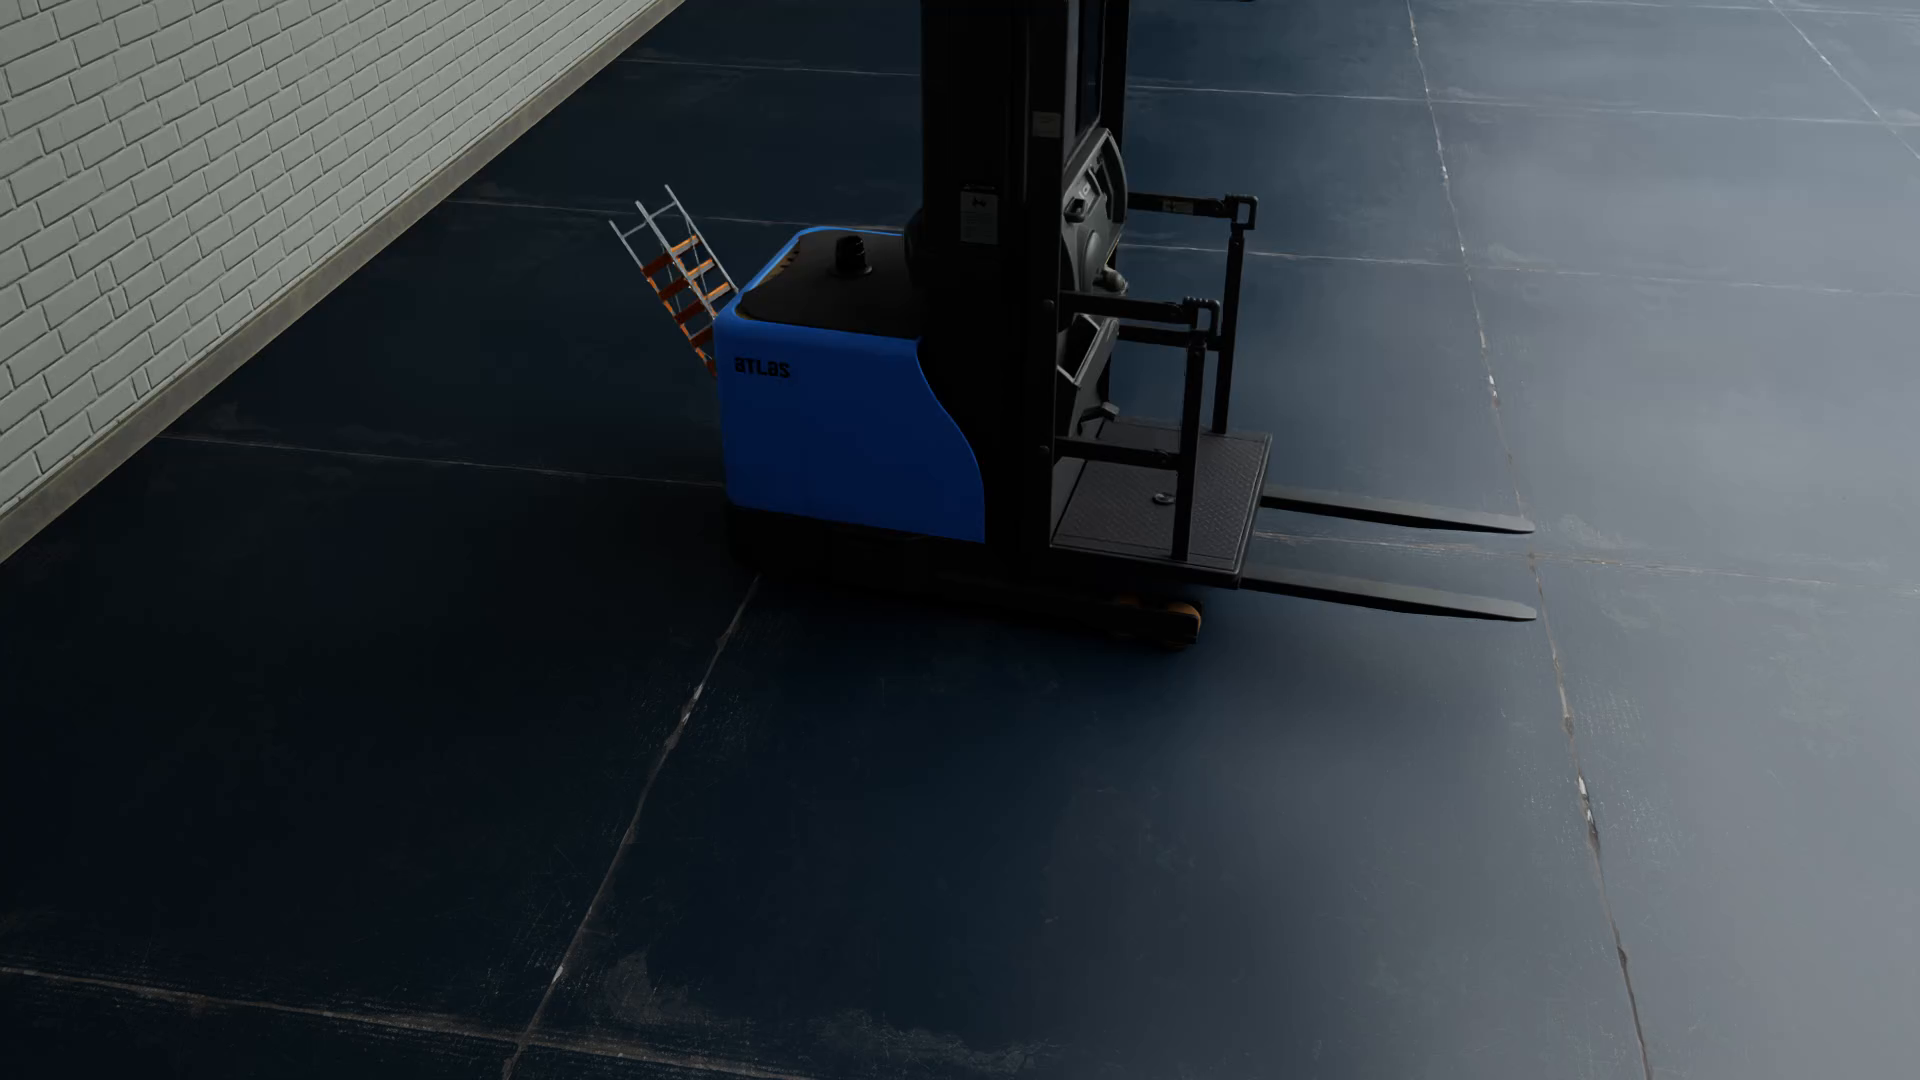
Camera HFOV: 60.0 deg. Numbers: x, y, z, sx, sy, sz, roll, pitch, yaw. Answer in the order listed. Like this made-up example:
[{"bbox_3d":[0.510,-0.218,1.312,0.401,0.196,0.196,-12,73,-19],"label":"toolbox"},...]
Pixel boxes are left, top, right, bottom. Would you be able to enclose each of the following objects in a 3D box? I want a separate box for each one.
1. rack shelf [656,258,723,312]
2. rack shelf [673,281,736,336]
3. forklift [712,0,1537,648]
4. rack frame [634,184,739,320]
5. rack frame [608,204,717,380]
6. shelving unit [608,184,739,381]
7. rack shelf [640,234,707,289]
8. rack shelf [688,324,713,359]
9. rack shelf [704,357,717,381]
[{"bbox_3d":[-1.158,-1.109,7.182,0.180,0.103,0.258,-24,15,37],"label":"rack shelf"},{"bbox_3d":[-1.093,-1.011,7.207,0.180,0.103,0.258,-24,15,37],"label":"rack shelf"},{"bbox_3d":[0.663,-1.161,5.816,3.031,2.935,1.130,8,33,13],"label":"forklift"},{"bbox_3d":[-0.986,-0.979,7.167,0.006,1.200,0.240,-24,15,37],"label":"rack frame"},{"bbox_3d":[-1.119,-0.919,7.279,0.006,1.200,0.240,-24,15,37],"label":"rack frame"},{"bbox_3d":[-1.052,-0.949,7.223,0.189,1.200,0.258,-24,15,37],"label":"shelving unit"},{"bbox_3d":[-1.223,-1.206,7.157,0.180,0.103,0.258,-24,15,37],"label":"rack shelf"},{"bbox_3d":[-1.028,-0.913,7.232,0.180,0.103,0.258,-24,15,37],"label":"rack shelf"},{"bbox_3d":[-0.964,-0.815,7.257,0.180,0.103,0.258,-24,15,37],"label":"rack shelf"}]
